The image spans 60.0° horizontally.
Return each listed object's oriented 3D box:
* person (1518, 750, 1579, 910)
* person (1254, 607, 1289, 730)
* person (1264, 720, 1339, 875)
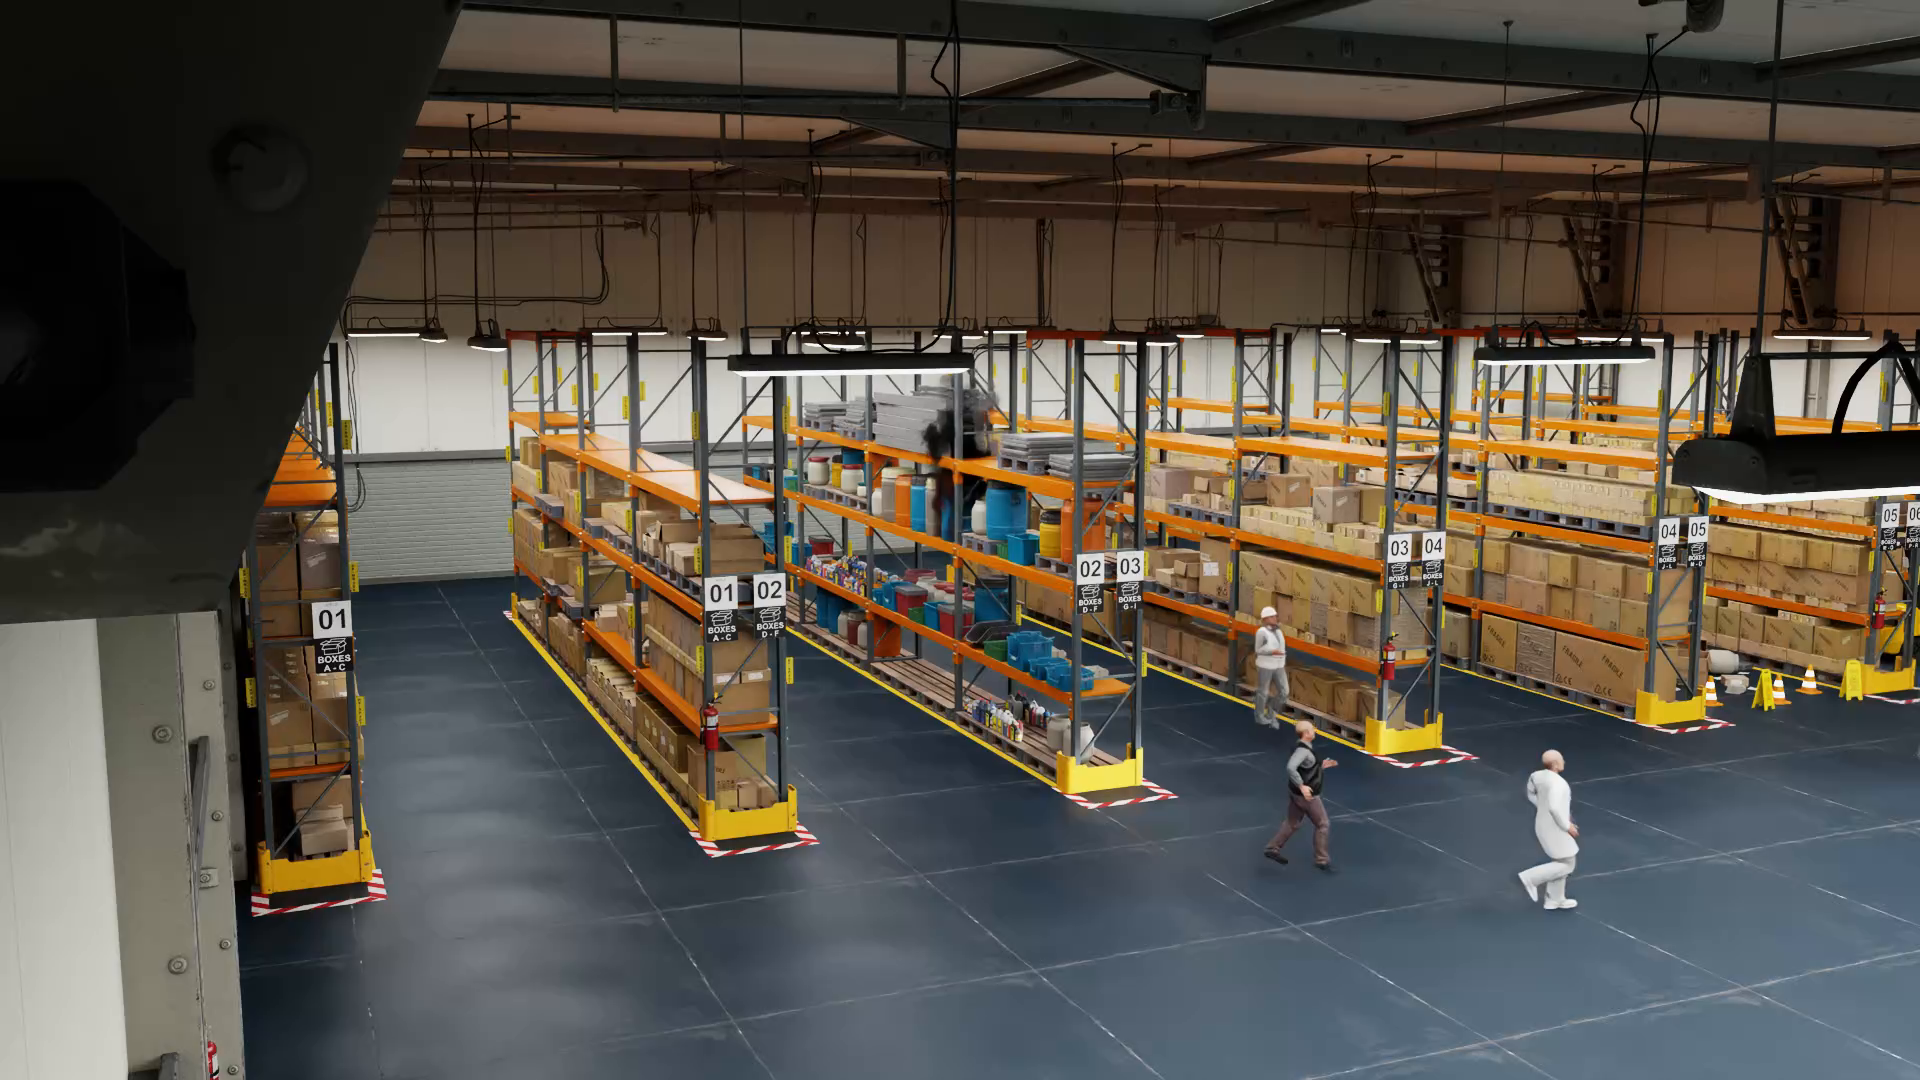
[{"bbox_3d":[6.291,3.081,17.672,0.635,1.734,0.726,-1,8,-7],"label":"person"},{"bbox_3d":[4.594,1.893,24.342,0.642,1.834,0.651,-5,9,-33],"label":"person"},{"bbox_3d":[3.891,2.917,18.856,0.825,1.772,0.634,0,8,-3],"label":"person"}]
